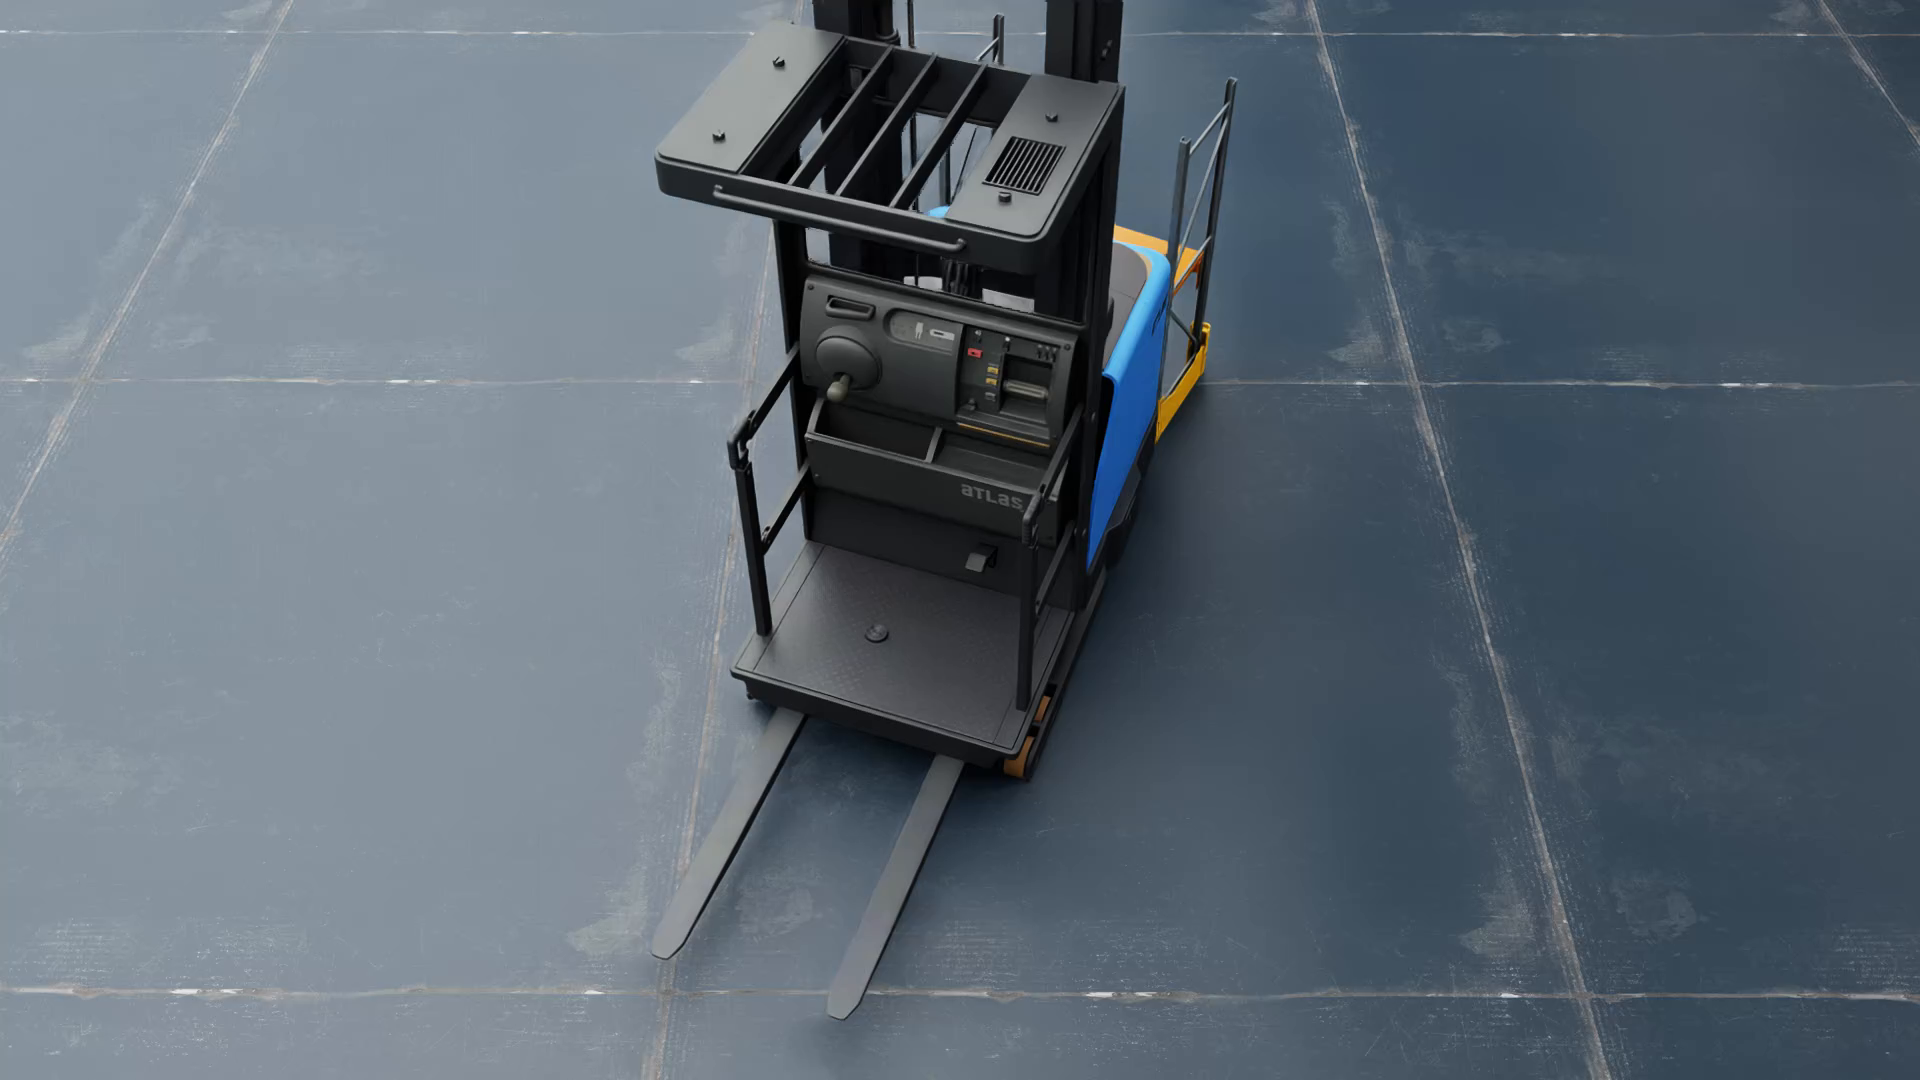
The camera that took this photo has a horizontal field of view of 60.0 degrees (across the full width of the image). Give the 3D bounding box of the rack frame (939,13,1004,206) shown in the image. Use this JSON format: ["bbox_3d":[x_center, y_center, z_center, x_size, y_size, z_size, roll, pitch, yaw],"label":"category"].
[{"bbox_3d":[0.049,-1.474,7.178,0.032,1.500,0.500,22,51,19],"label":"rack frame"}]

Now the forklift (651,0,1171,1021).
[{"bbox_3d":[-0.154,-0.484,5.279,1.130,2.935,3.031,15,49,13],"label":"forklift"}]

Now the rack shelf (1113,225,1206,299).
[{"bbox_3d":[0.496,-1.174,7.145,1.000,0.185,0.538,22,51,19],"label":"rack shelf"}]

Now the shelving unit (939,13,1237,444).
[{"bbox_3d":[0.504,-1.294,7.010,1.083,1.500,0.587,22,51,19],"label":"shelving unit"}]

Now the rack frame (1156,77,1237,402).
[{"bbox_3d":[0.944,-1.120,6.849,0.032,1.500,0.500,22,51,19],"label":"rack frame"}]

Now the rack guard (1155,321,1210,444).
[{"bbox_3d":[0.943,-0.695,7.307,0.087,0.250,0.587,22,51,19],"label":"rack guard"}]
